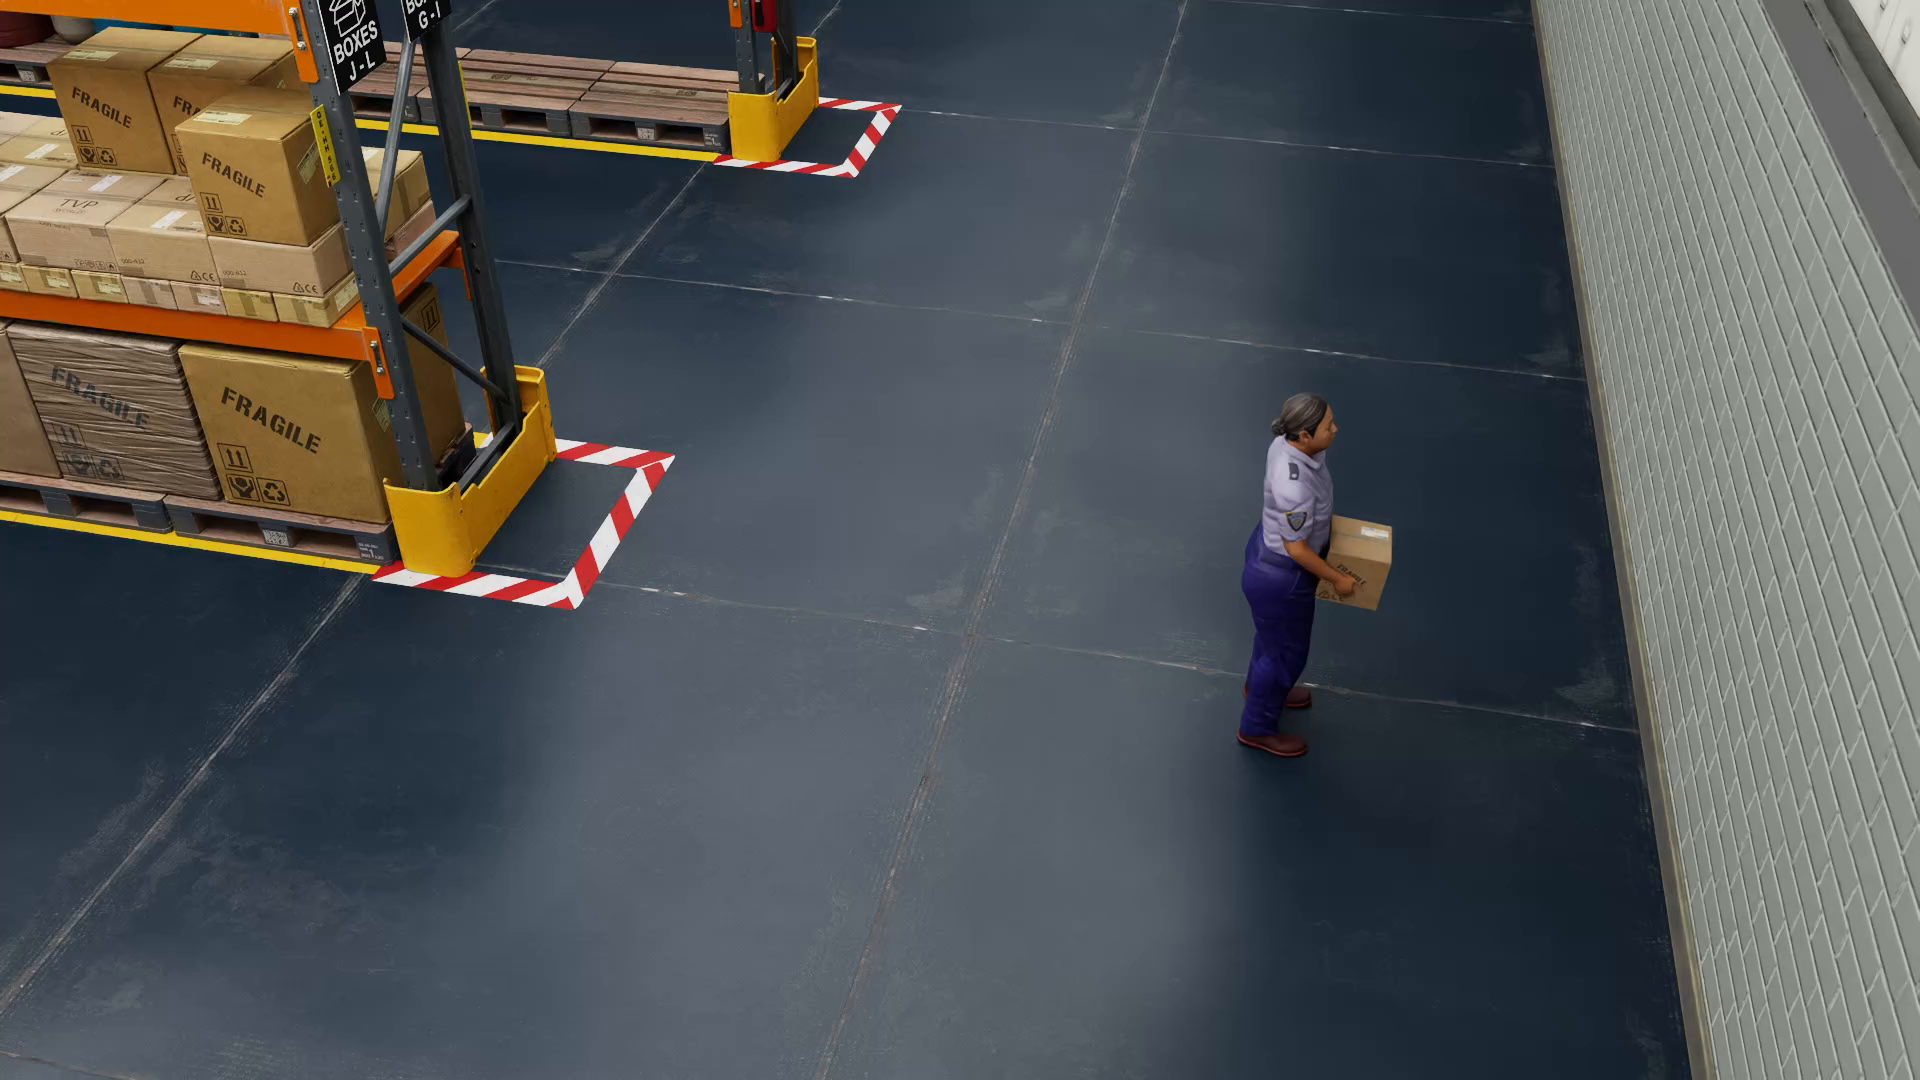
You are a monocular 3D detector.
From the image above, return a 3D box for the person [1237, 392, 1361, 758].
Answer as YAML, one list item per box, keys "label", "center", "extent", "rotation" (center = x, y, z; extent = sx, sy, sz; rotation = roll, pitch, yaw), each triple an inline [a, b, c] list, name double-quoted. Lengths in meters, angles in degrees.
- label: "person"
  center: [1.417, 0.126, 6.799]
  extent: [0.441, 1.654, 0.487]
  rotation: [7, 37, 9]
